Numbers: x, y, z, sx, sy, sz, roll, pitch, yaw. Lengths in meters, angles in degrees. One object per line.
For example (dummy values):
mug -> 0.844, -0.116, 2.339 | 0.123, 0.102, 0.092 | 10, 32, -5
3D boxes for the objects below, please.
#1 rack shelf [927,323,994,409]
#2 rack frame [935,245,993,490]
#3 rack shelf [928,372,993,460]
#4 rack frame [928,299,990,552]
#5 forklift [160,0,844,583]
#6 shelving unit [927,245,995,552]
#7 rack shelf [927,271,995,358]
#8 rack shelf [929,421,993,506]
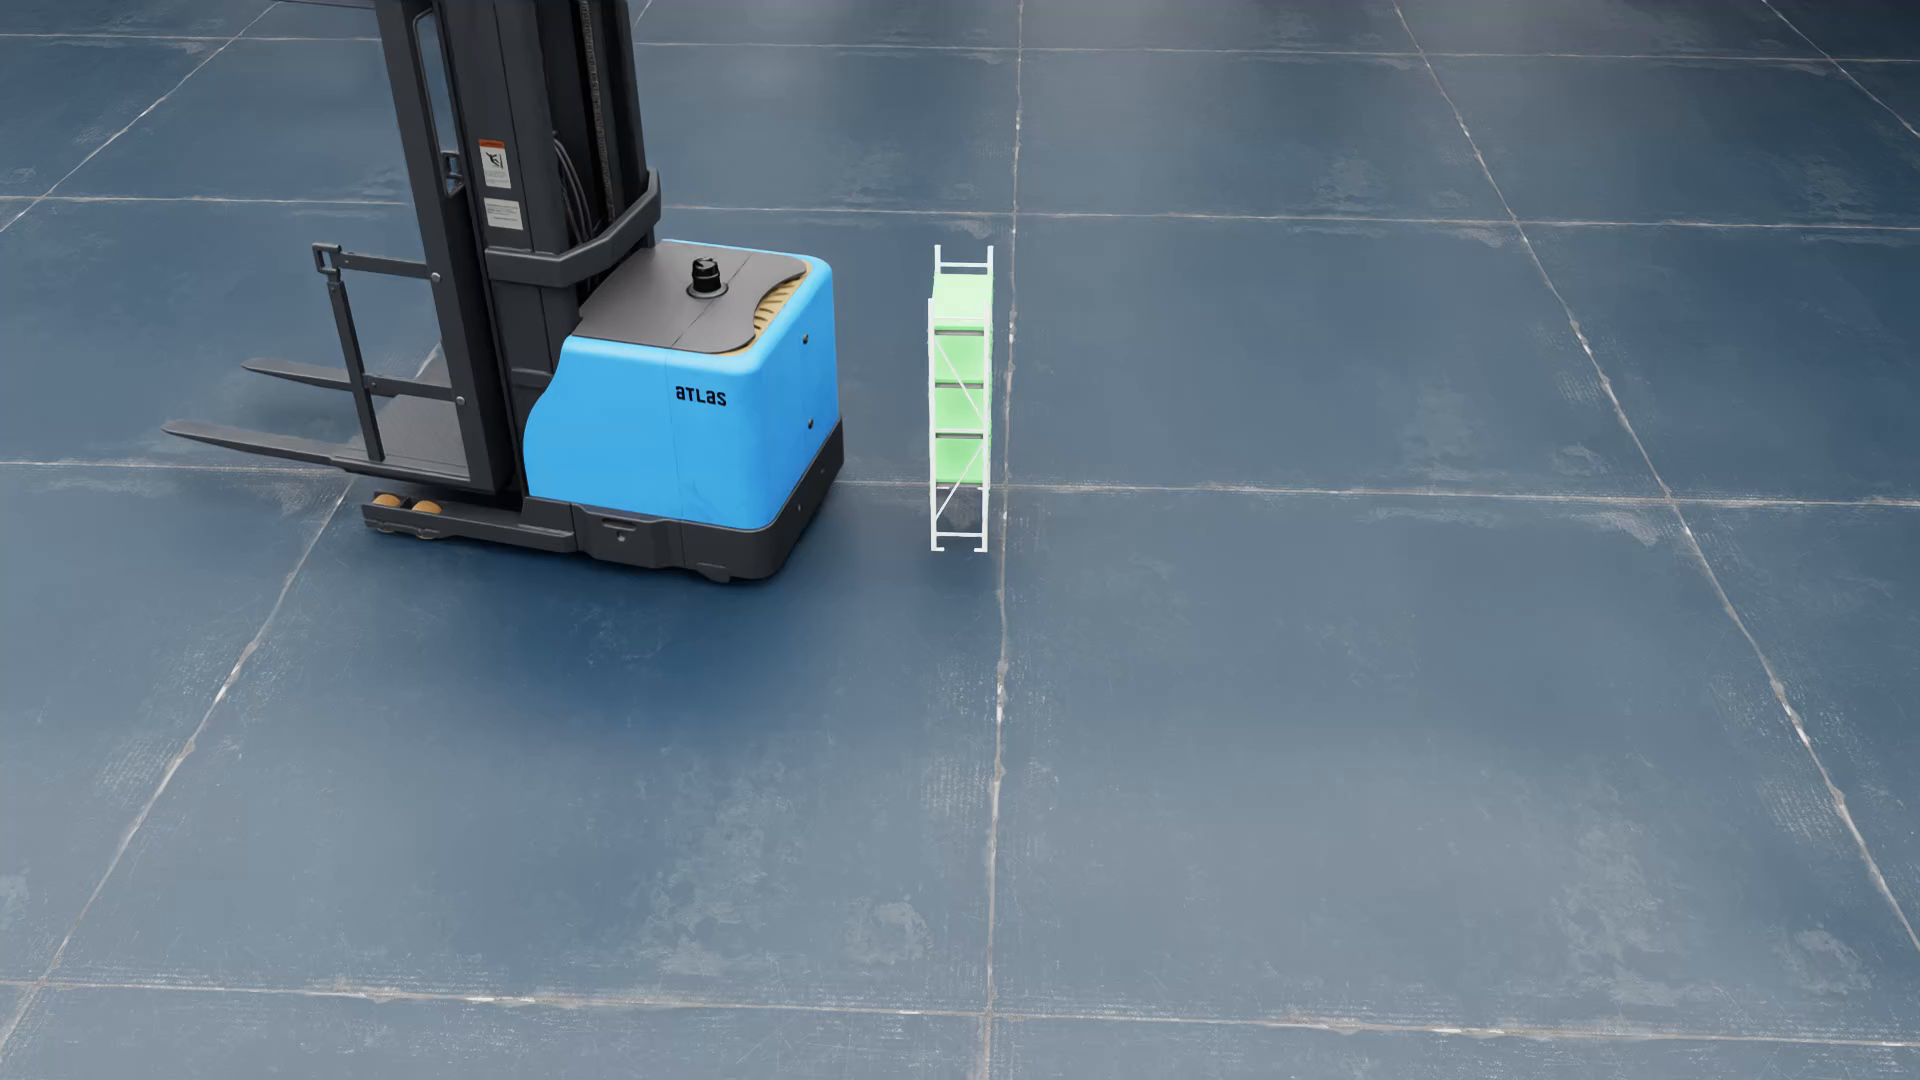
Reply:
rack shelf -> 0.007, -0.730, 6.939 | 0.258, 0.148, 0.480 | 1, 35, 2
rack frame -> 0.016, -0.726, 7.240 | 0.240, 1.200, 0.015 | 1, 35, 2
rack shelf -> 0.007, -0.534, 7.077 | 0.258, 0.148, 0.480 | 1, 35, 2
rack frame -> -0.003, -0.446, 6.841 | 0.240, 1.200, 0.015 | 1, 35, 2
forklift -> -2.107, -1.483, 6.812 | 3.031, 2.935, 1.130 | 9, 36, 12
shelving unit -> 0.007, -0.586, 7.040 | 0.258, 1.200, 0.503 | 1, 35, 2
rack shelf -> 0.007, -0.926, 6.801 | 0.258, 0.148, 0.480 | 1, 35, 2
rack shelf -> 0.007, -0.337, 7.215 | 0.258, 0.148, 0.480 | 1, 35, 2
